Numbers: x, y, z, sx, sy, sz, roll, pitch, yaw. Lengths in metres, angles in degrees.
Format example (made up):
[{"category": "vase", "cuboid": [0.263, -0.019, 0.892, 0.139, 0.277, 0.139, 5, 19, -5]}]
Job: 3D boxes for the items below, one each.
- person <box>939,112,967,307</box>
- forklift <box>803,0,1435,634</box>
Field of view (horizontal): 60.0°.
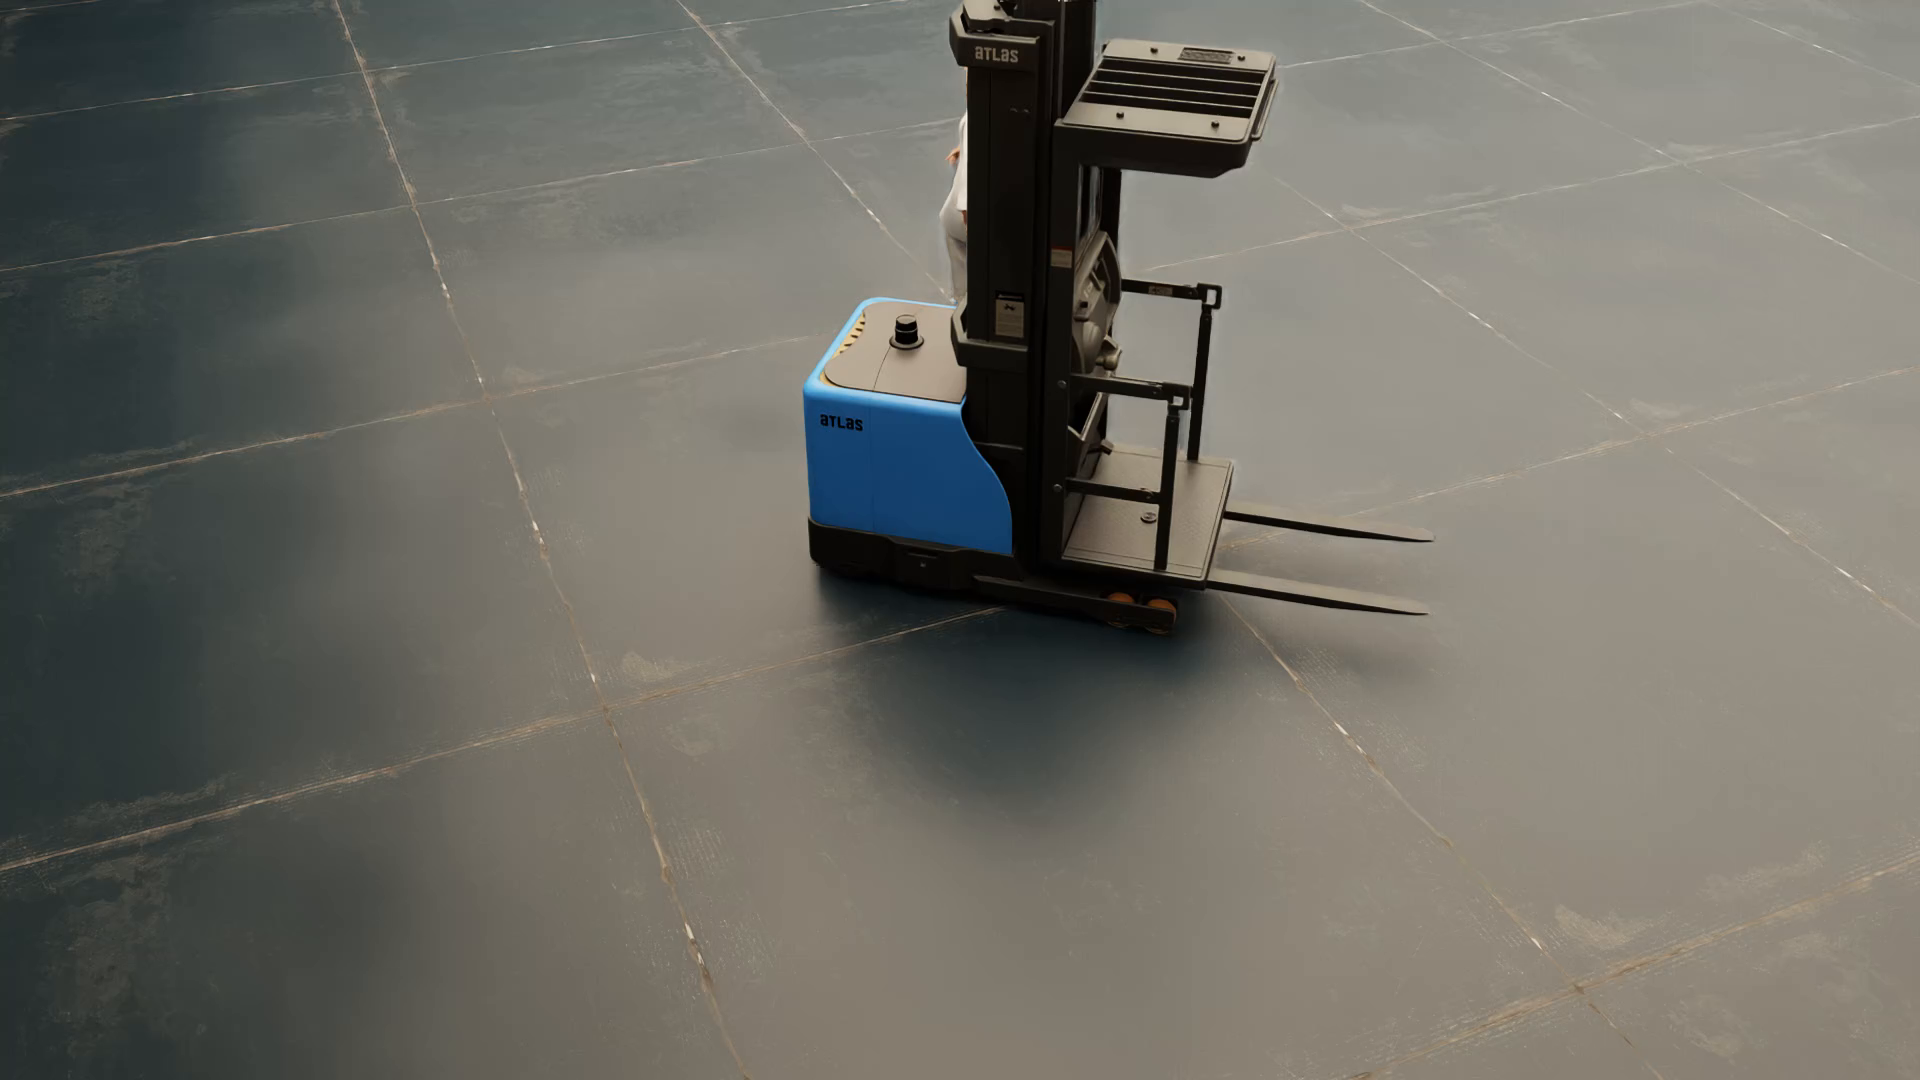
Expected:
[{"category": "person", "cuboid": [0.152, -2.041, 10.079, 0.655, 1.781, 0.892, -13, 38, -18]}, {"category": "forklift", "cuboid": [0.817, -1.086, 7.626, 3.031, 2.935, 1.130, 9, 36, 12]}]
